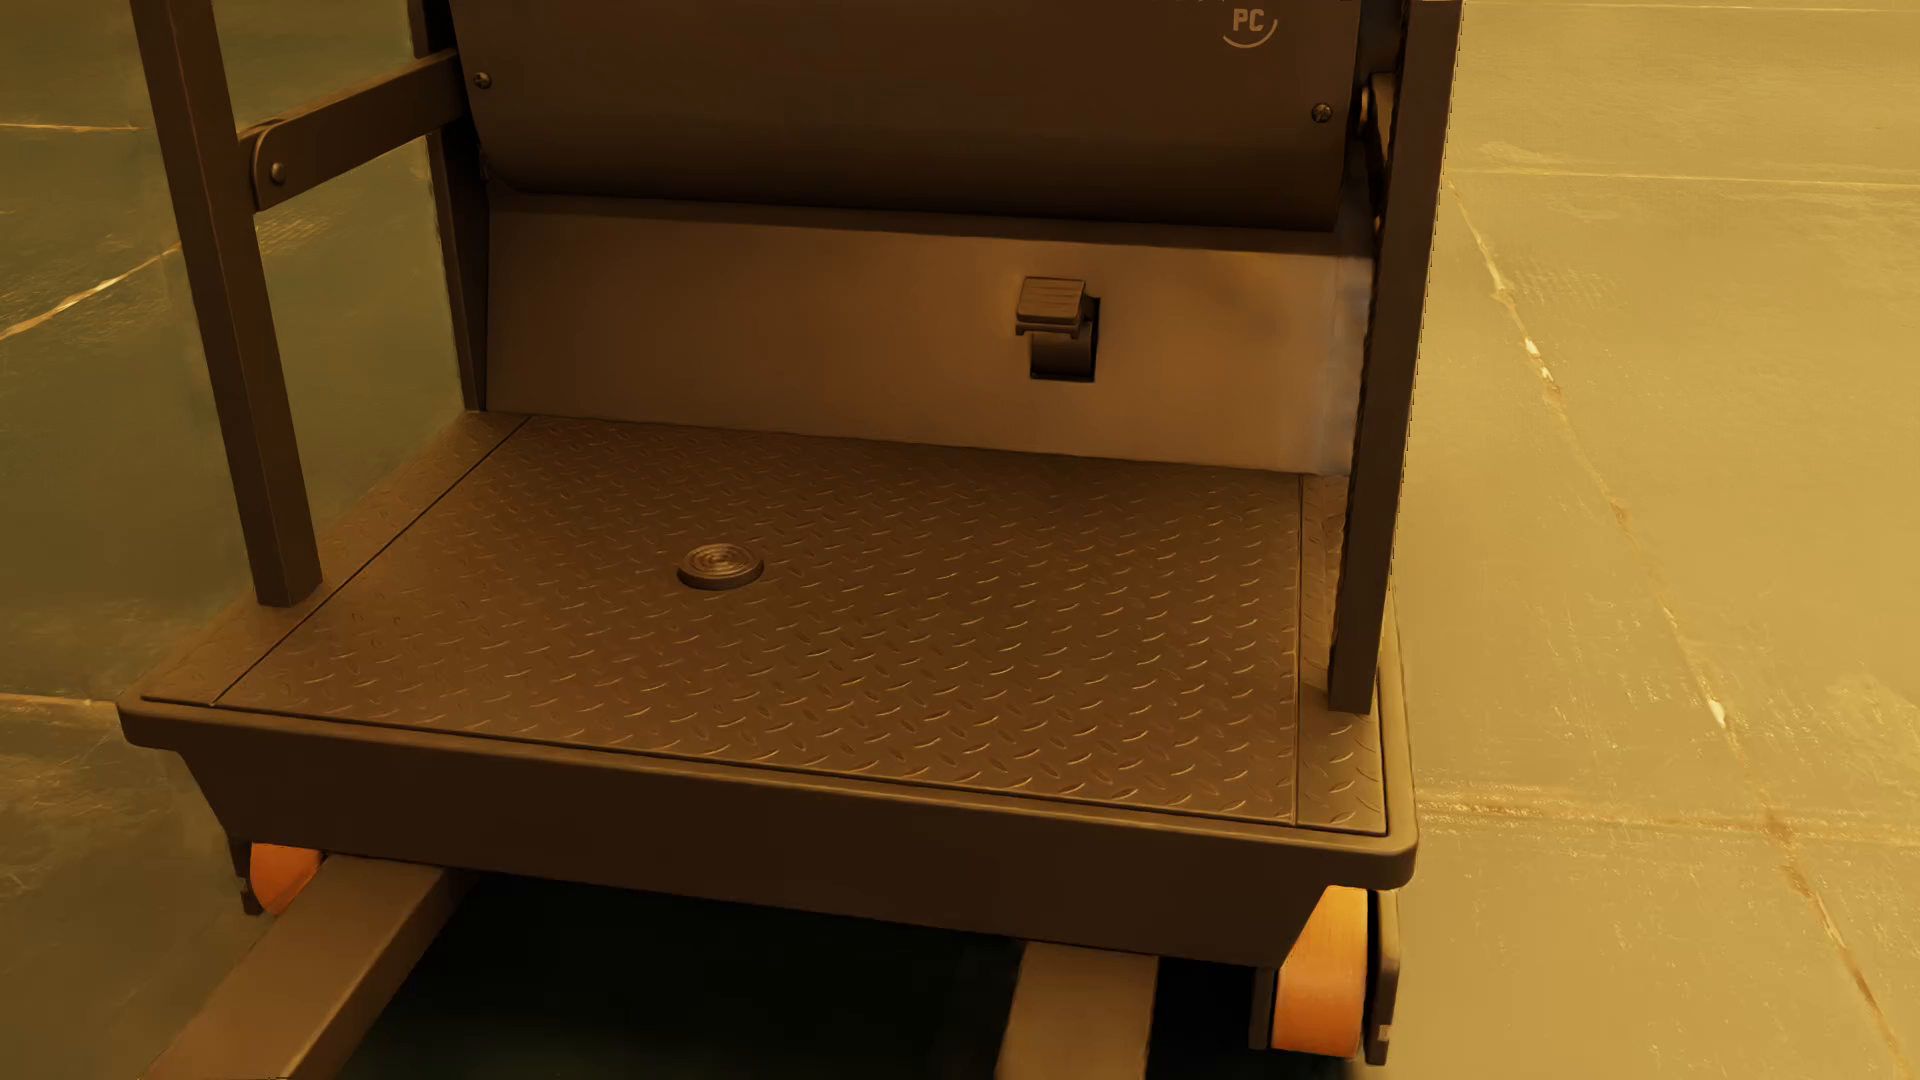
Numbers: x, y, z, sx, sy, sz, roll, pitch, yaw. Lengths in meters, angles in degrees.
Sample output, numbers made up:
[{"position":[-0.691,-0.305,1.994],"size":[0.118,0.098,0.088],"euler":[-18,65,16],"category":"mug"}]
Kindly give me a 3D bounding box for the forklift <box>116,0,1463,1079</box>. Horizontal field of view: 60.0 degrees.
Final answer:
[{"position":[-0.105,-1.012,1.246],"size":[1.130,2.935,3.031],"euler":[5,27,10],"category":"forklift"}]
